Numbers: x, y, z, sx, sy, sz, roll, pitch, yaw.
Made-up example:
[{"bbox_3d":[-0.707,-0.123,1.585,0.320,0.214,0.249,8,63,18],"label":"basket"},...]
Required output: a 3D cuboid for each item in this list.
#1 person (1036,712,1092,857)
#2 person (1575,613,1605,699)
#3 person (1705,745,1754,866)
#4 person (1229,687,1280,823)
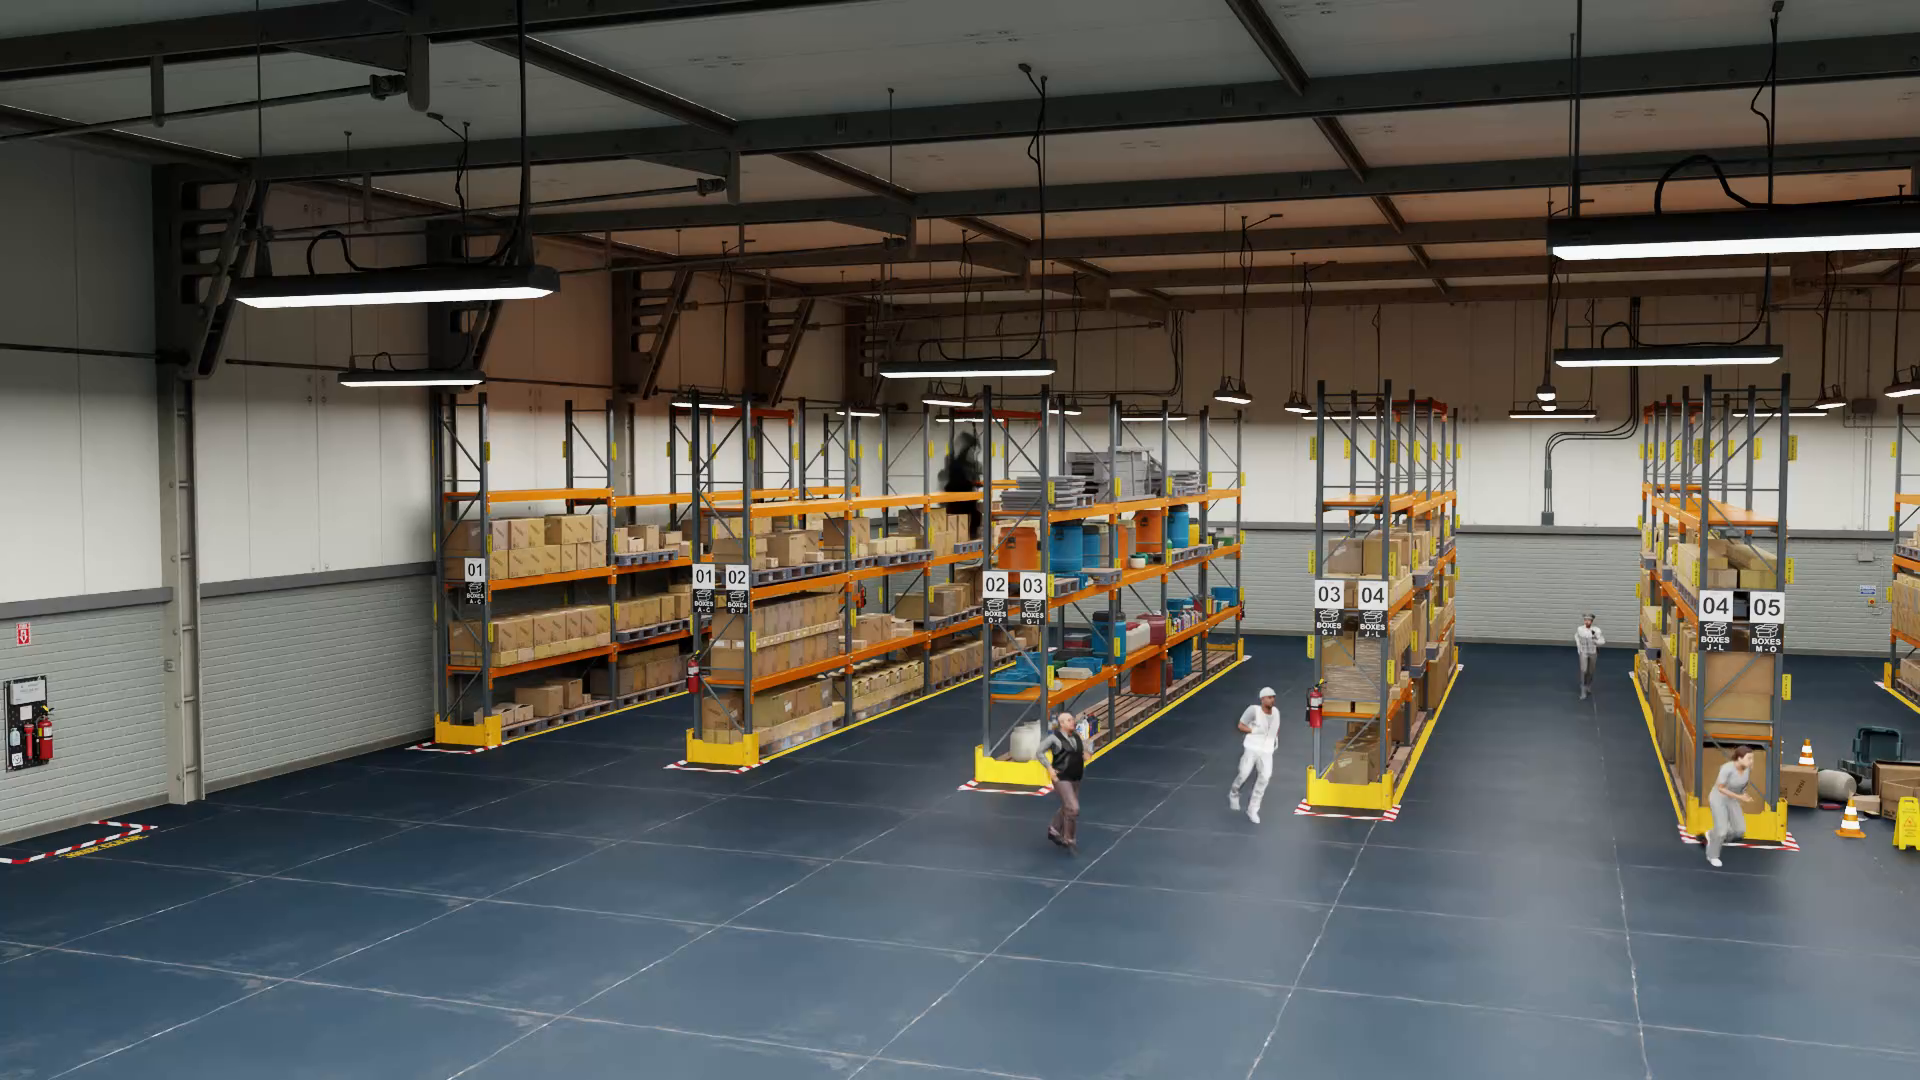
[{"bbox_3d":[1.332,3.041,20.766,0.641,1.779,0.726,-3,4,-45],"label":"person"},{"bbox_3d":[12.855,2.360,33.951,0.584,1.750,0.760,1,3,22],"label":"person"},{"bbox_3d":[9.297,3.190,19.980,0.581,1.520,0.773,-1,3,-18],"label":"person"},{"bbox_3d":[4.122,2.905,22.788,0.685,1.787,0.837,-1,3,-10],"label":"person"}]
